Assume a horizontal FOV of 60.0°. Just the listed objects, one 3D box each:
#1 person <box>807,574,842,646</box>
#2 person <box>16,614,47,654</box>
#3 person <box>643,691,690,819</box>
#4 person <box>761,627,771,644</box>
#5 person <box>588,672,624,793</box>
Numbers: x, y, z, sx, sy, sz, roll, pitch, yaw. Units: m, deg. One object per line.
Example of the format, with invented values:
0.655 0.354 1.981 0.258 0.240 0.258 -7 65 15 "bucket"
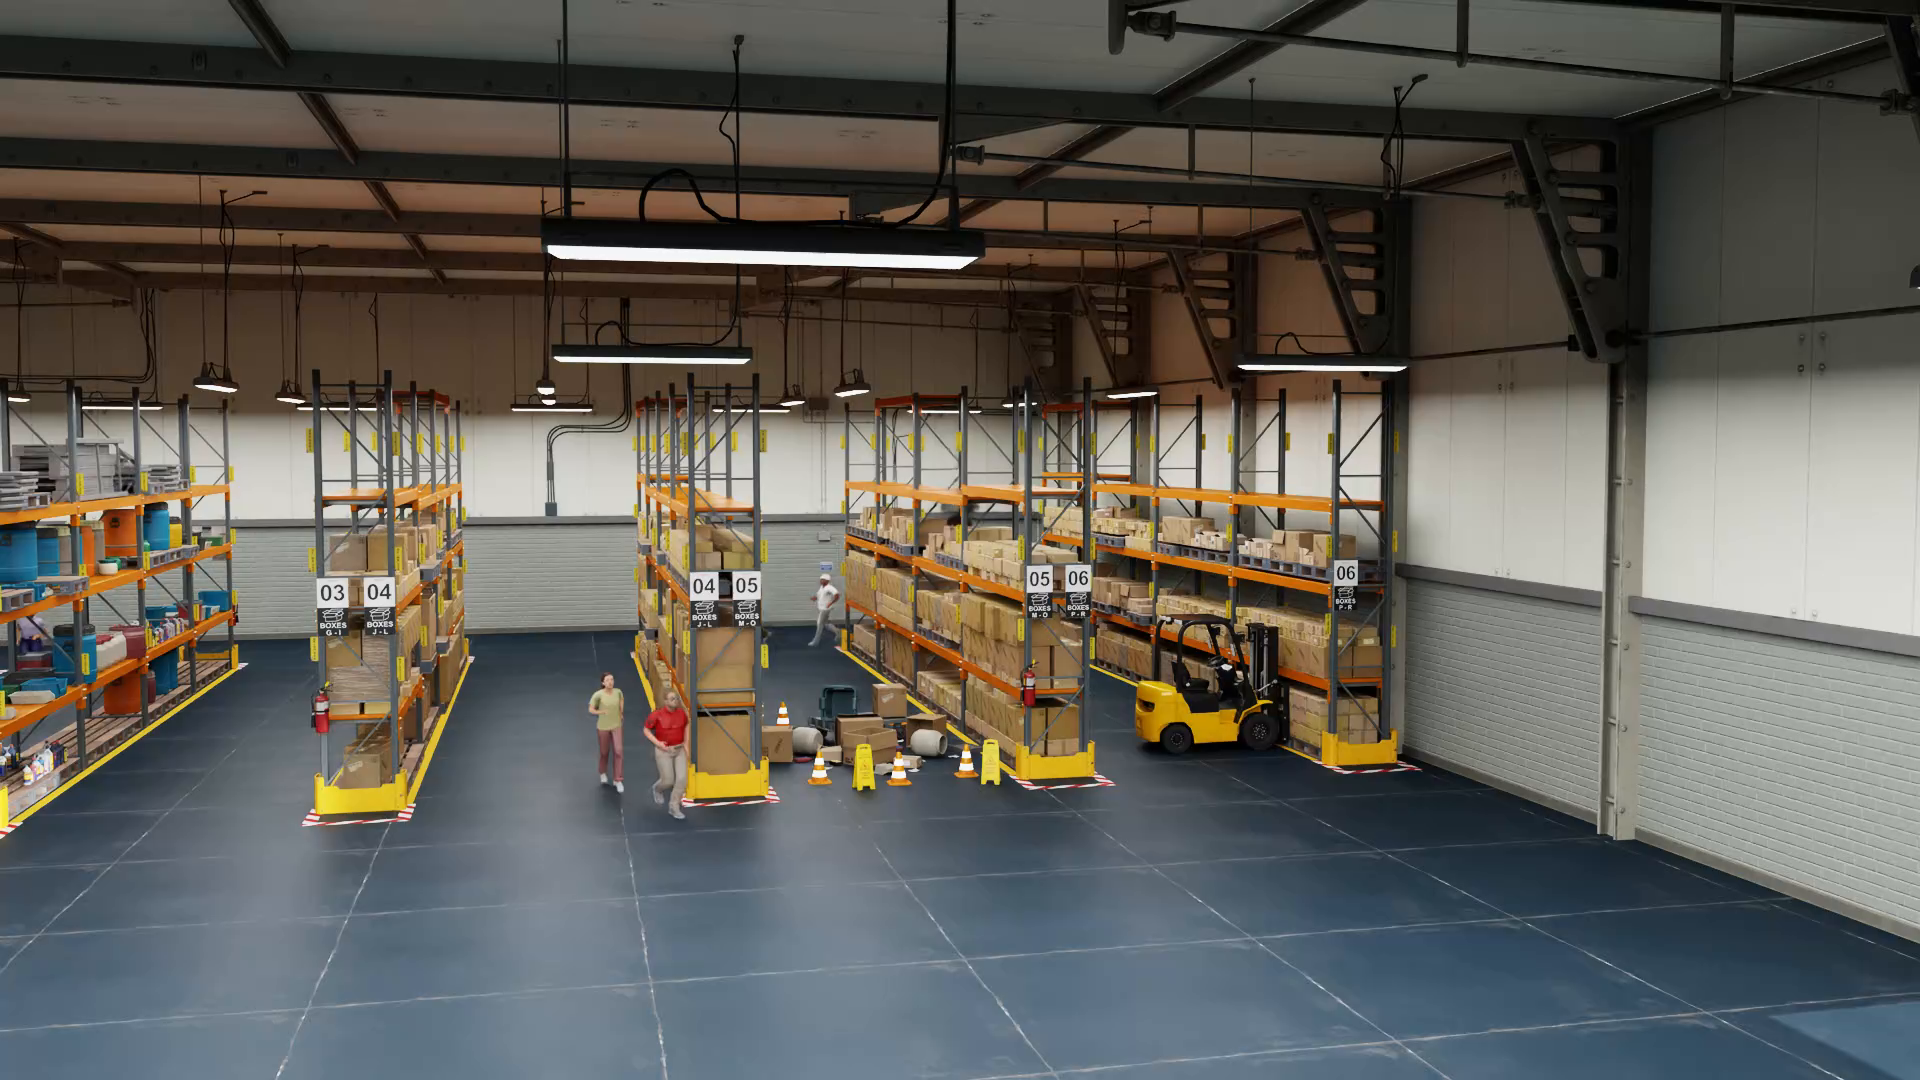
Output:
-3.344 1.723 41.191 0.972 1.765 0.699 -1 4 -21 "person"
-19.512 2.187 34.898 0.613 1.603 0.543 -1 4 -21 "person"
-3.928 2.876 22.437 0.700 1.703 0.666 -2 4 -36 "person"
-5.179 1.738 41.050 1.024 1.755 0.715 -1 3 -12 "person"
-5.111 2.756 24.124 0.571 1.701 0.891 -1 4 -23 "person"
